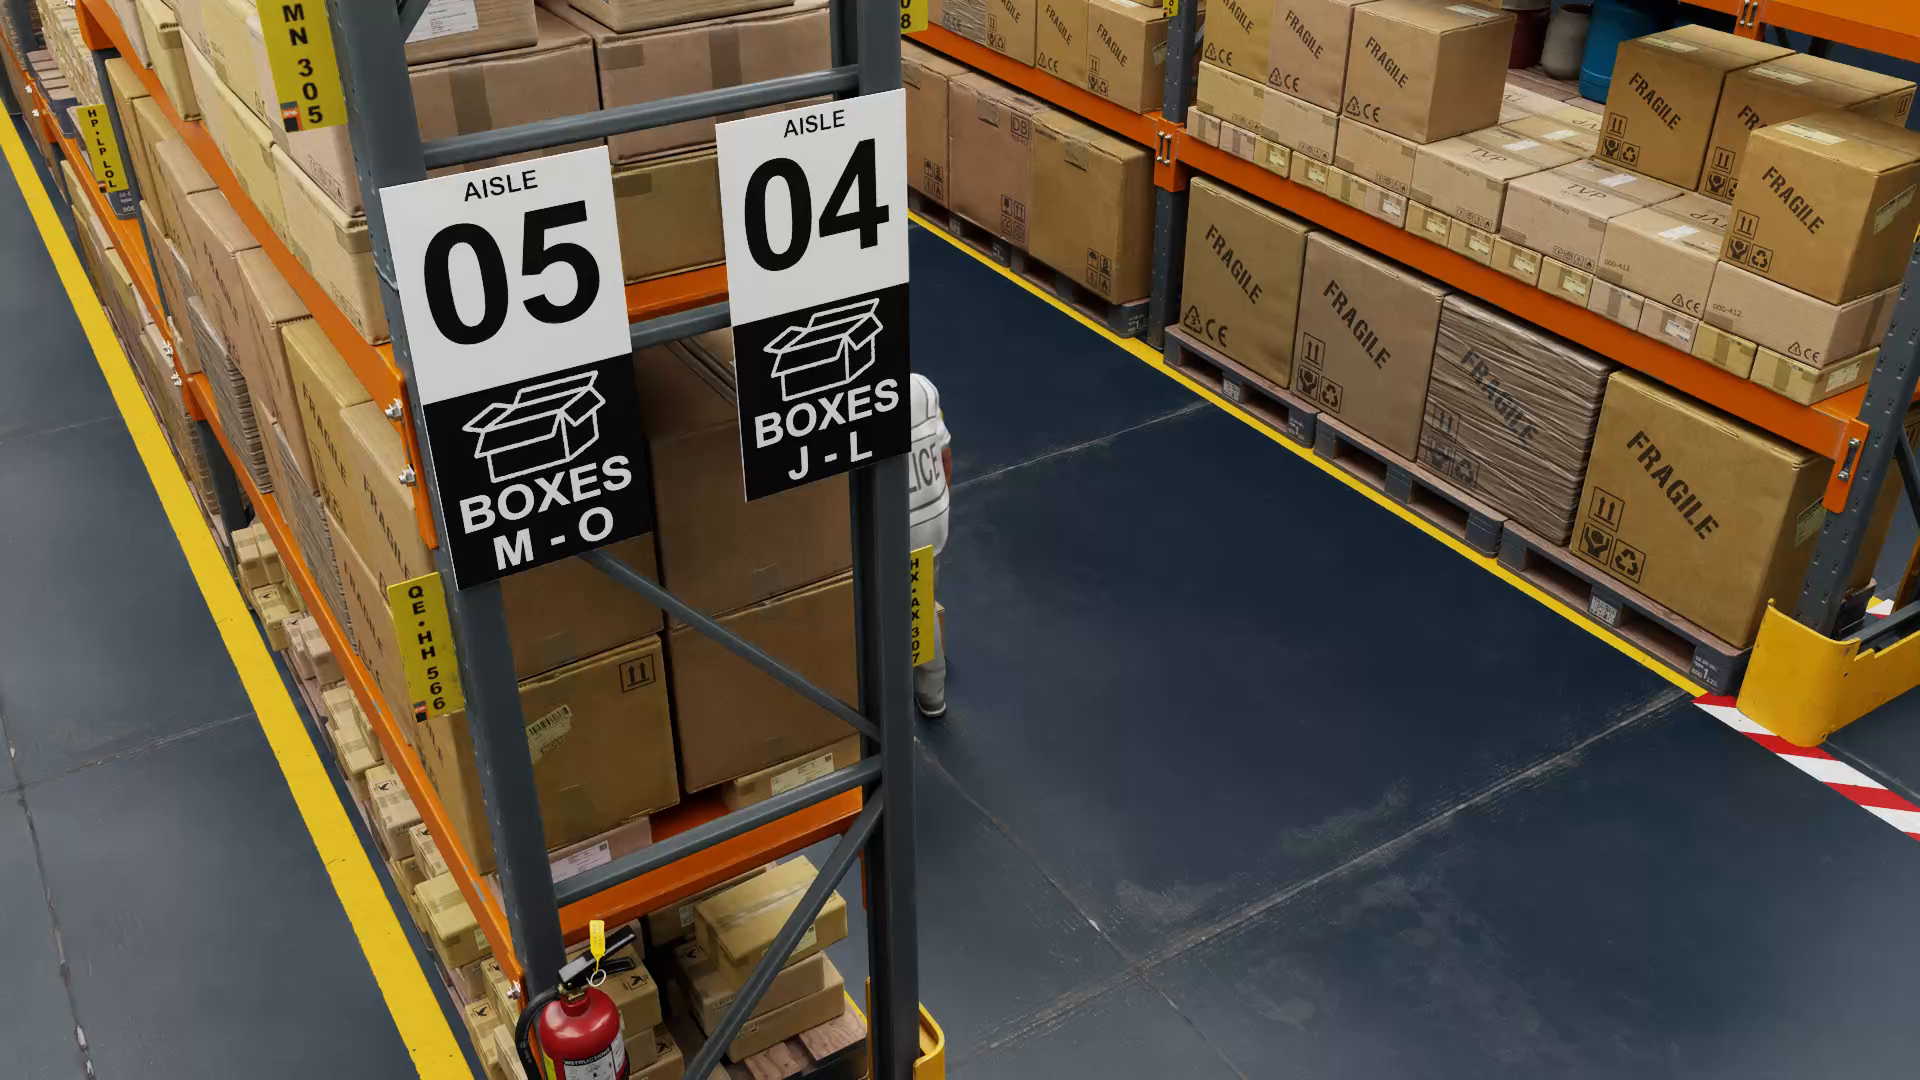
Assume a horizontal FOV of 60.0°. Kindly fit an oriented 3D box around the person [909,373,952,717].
[{"bbox_3d":[-0.282,-0.015,6.156,0.591,1.746,0.439,-22,39,-31],"label":"person"}]
